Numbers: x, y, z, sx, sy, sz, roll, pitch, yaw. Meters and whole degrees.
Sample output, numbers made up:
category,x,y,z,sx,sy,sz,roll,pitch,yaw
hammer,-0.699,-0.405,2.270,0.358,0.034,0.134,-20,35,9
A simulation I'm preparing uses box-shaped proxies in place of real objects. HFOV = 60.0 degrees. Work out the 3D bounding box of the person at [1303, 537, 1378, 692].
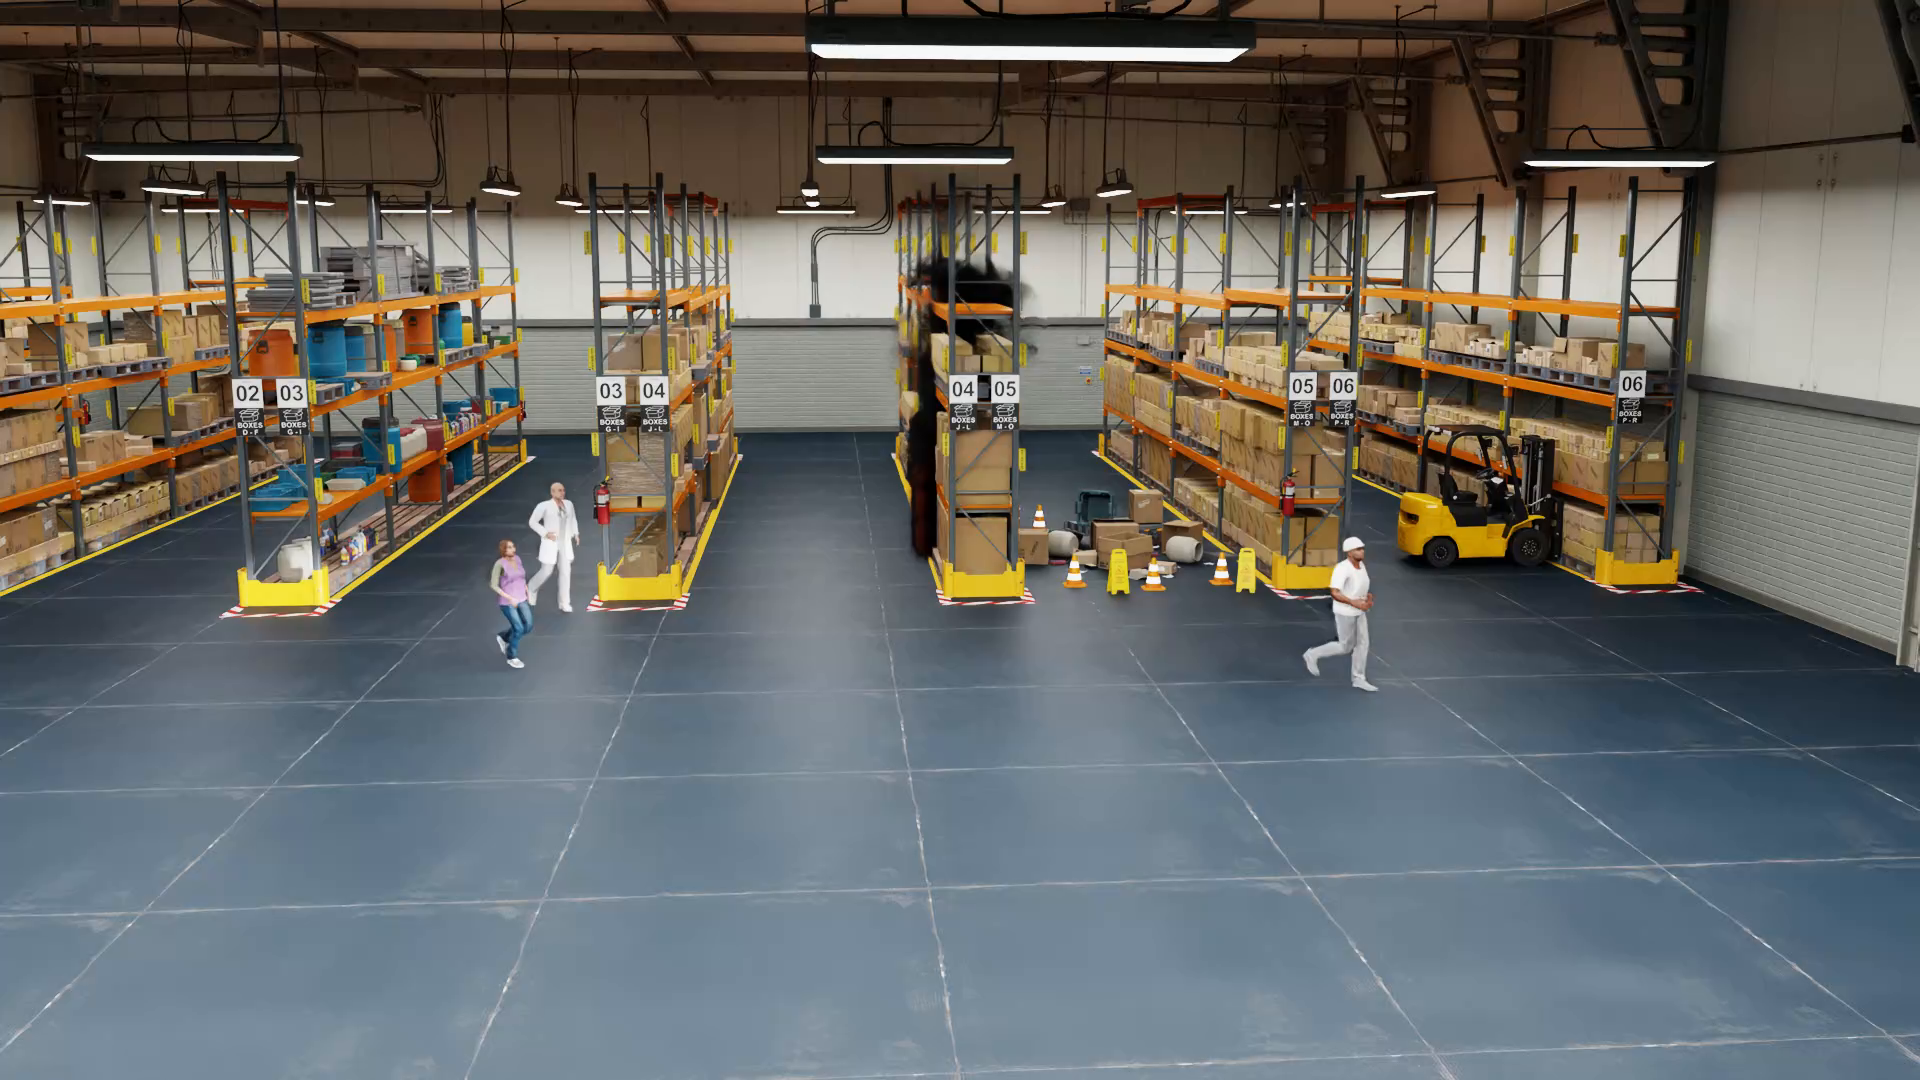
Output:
category,x,y,z,sx,sy,sz,roll,pitch,yaw
person,4.421,0.827,19.055,0.862,1.760,0.708,8,13,37

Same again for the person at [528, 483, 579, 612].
category,x,y,z,sx,sy,sz,roll,pitch,yaw
person,-5.597,0.071,23.171,1.043,1.742,0.784,10,14,43

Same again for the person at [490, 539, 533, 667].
category,x,y,z,sx,sy,sz,roll,pitch,yaw
person,-5.414,0.751,20.018,0.496,1.566,0.541,6,12,30
